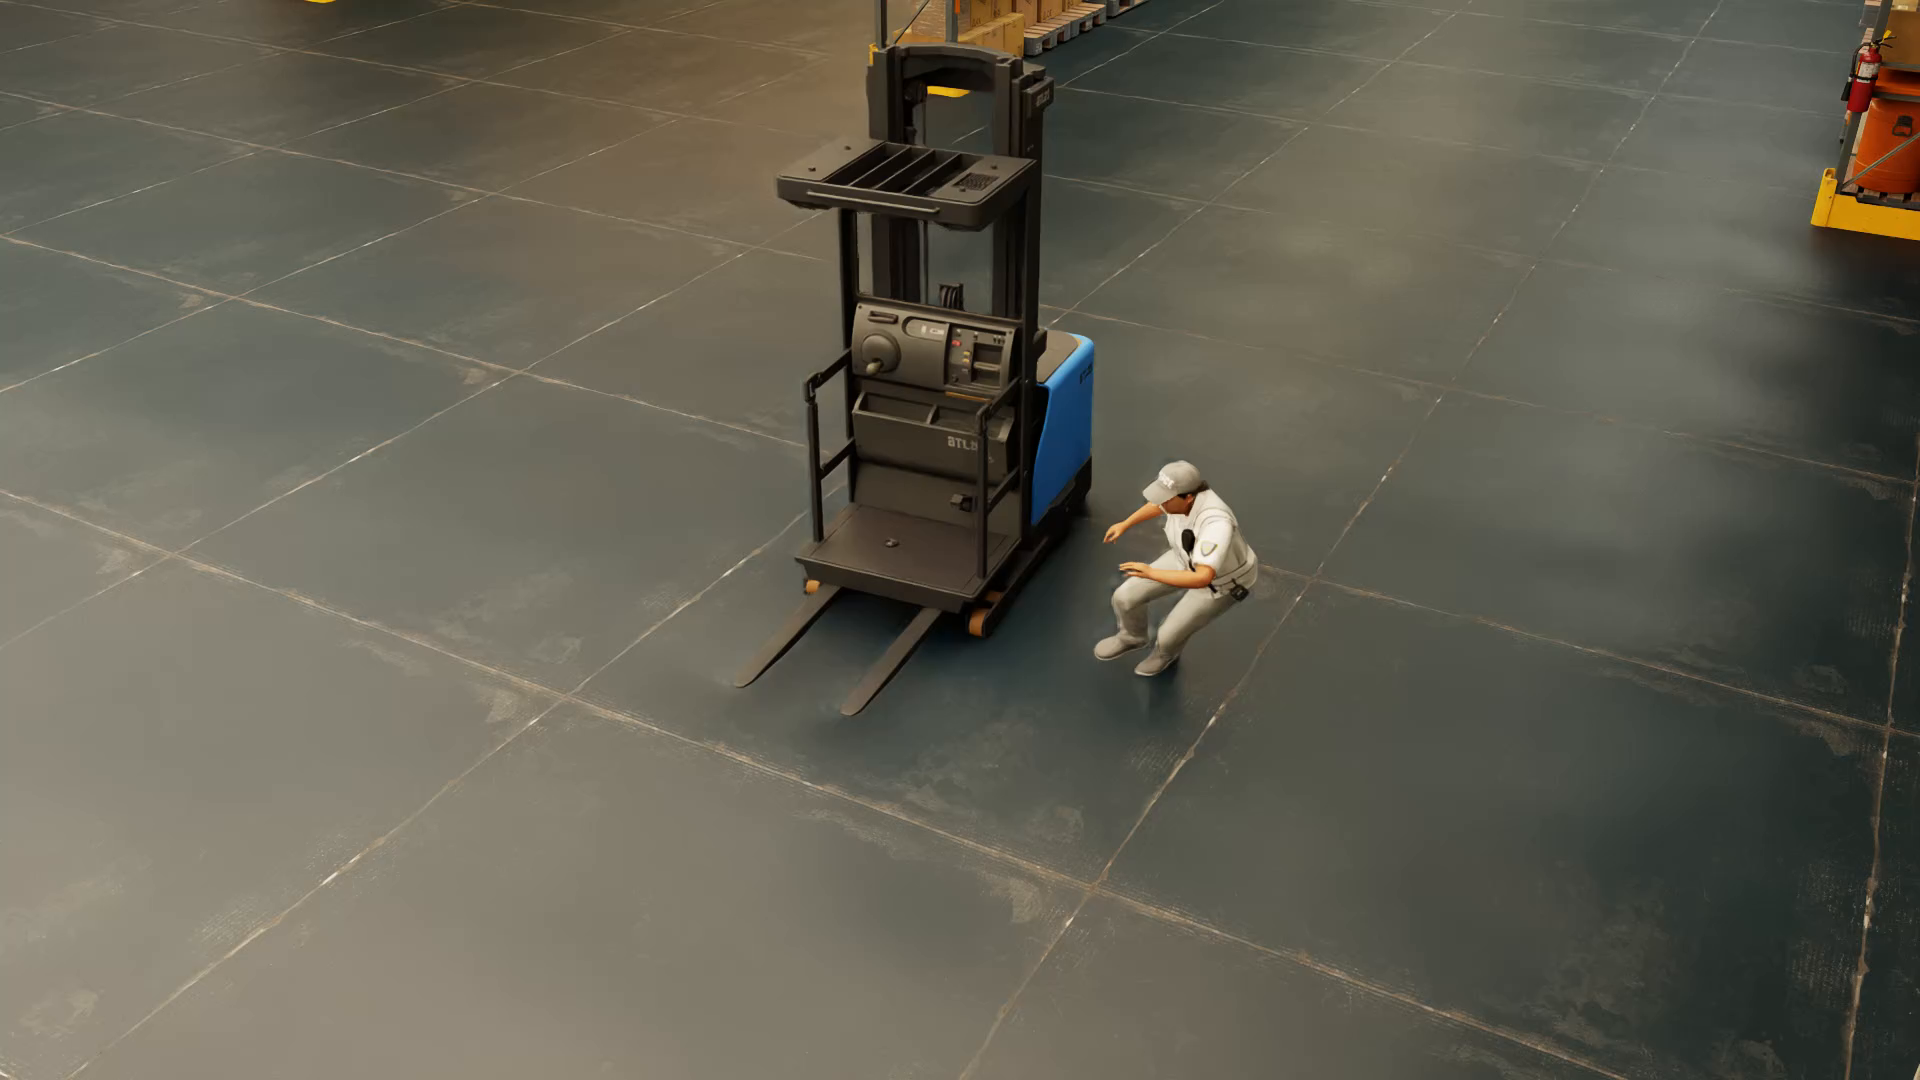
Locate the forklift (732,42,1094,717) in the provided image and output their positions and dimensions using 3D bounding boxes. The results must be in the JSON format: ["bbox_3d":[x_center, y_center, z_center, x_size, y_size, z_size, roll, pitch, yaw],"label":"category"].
[{"bbox_3d":[-0.231,-0.980,8.769,1.130,2.935,3.031,12,32,20],"label":"forklift"}]

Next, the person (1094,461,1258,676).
[{"bbox_3d":[1.026,0.198,8.259,0.875,1.441,0.900,-20,36,-31],"label":"person"}]
